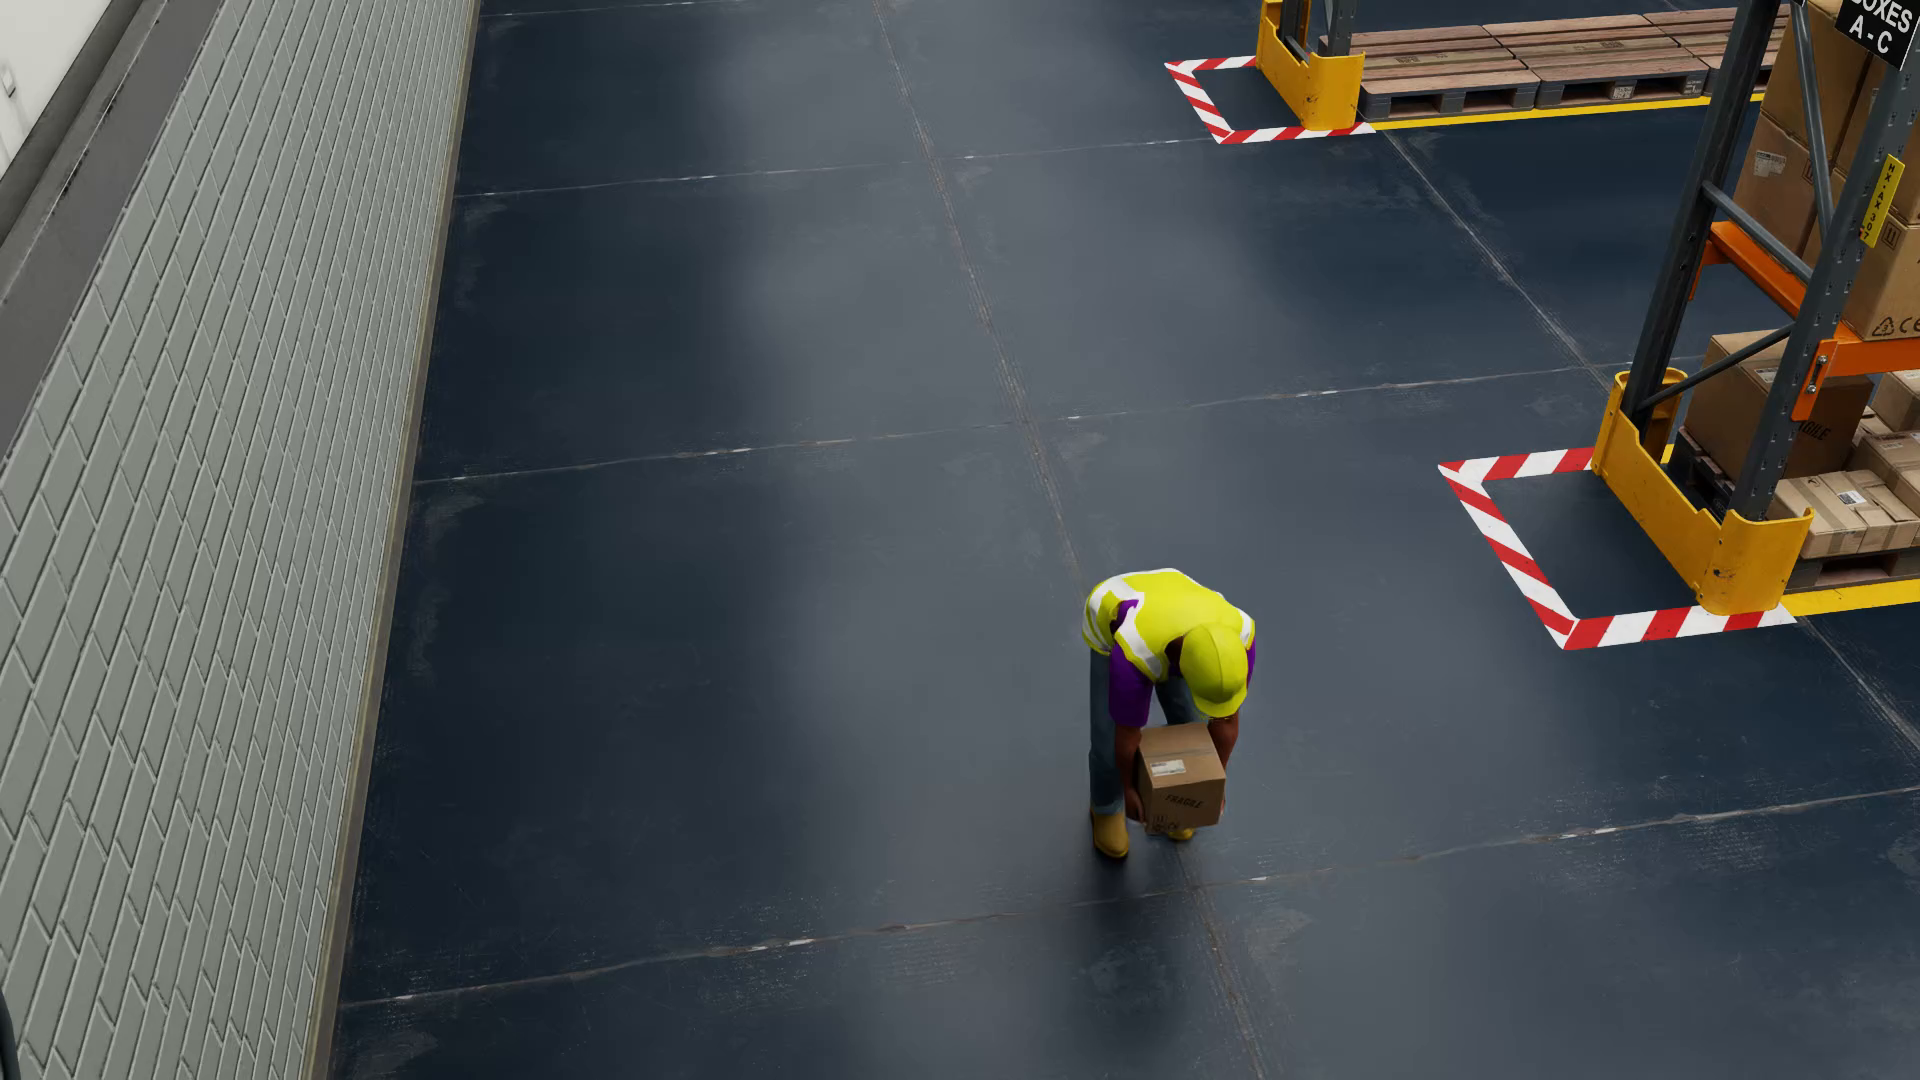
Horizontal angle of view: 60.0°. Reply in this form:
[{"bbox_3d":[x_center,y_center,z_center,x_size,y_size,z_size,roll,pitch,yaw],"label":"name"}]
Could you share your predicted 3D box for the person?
[{"bbox_3d":[0.708,0.613,5.672,0.490,1.376,0.898,-7,39,-9],"label":"person"}]
